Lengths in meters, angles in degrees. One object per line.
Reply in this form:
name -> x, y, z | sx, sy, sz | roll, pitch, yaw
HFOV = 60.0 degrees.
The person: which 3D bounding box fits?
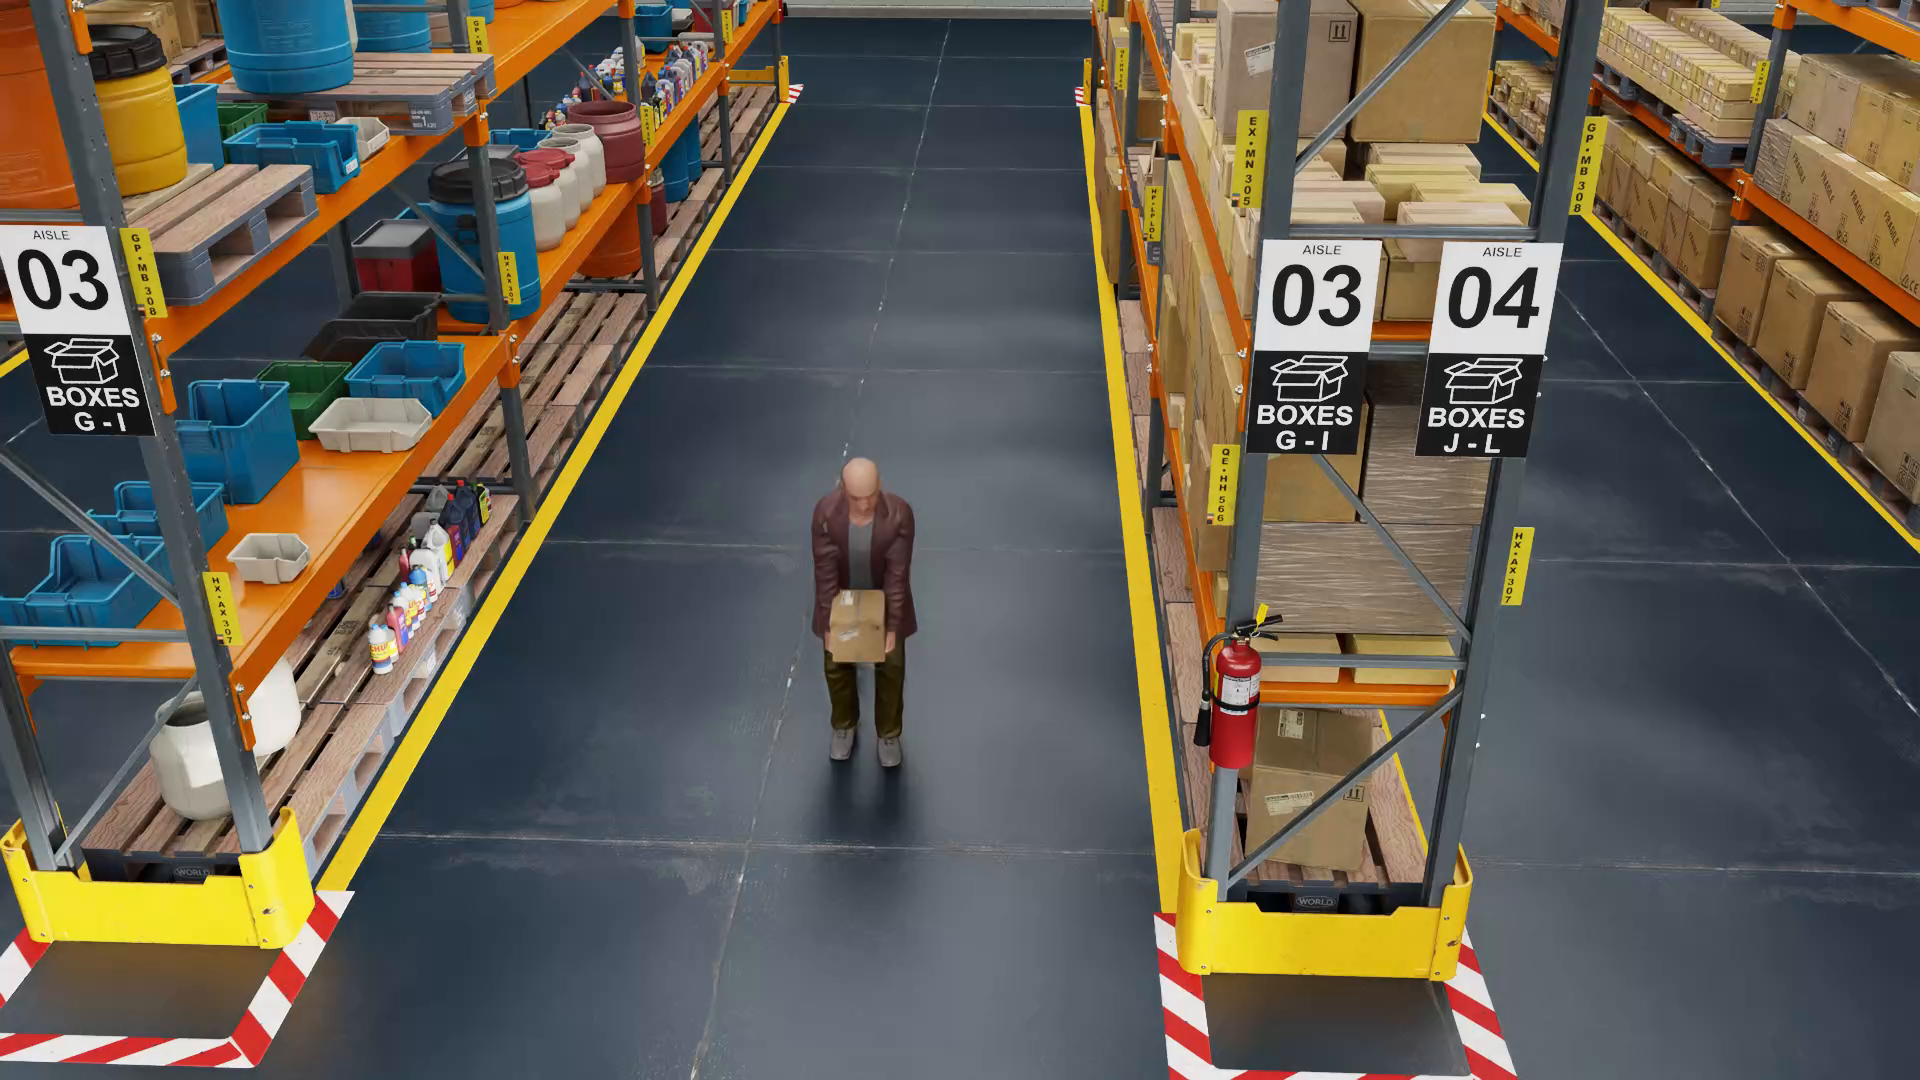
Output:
person -> -0.475, 0.329, 8.080 | 0.530, 1.716, 0.615 | 0, 28, 1
